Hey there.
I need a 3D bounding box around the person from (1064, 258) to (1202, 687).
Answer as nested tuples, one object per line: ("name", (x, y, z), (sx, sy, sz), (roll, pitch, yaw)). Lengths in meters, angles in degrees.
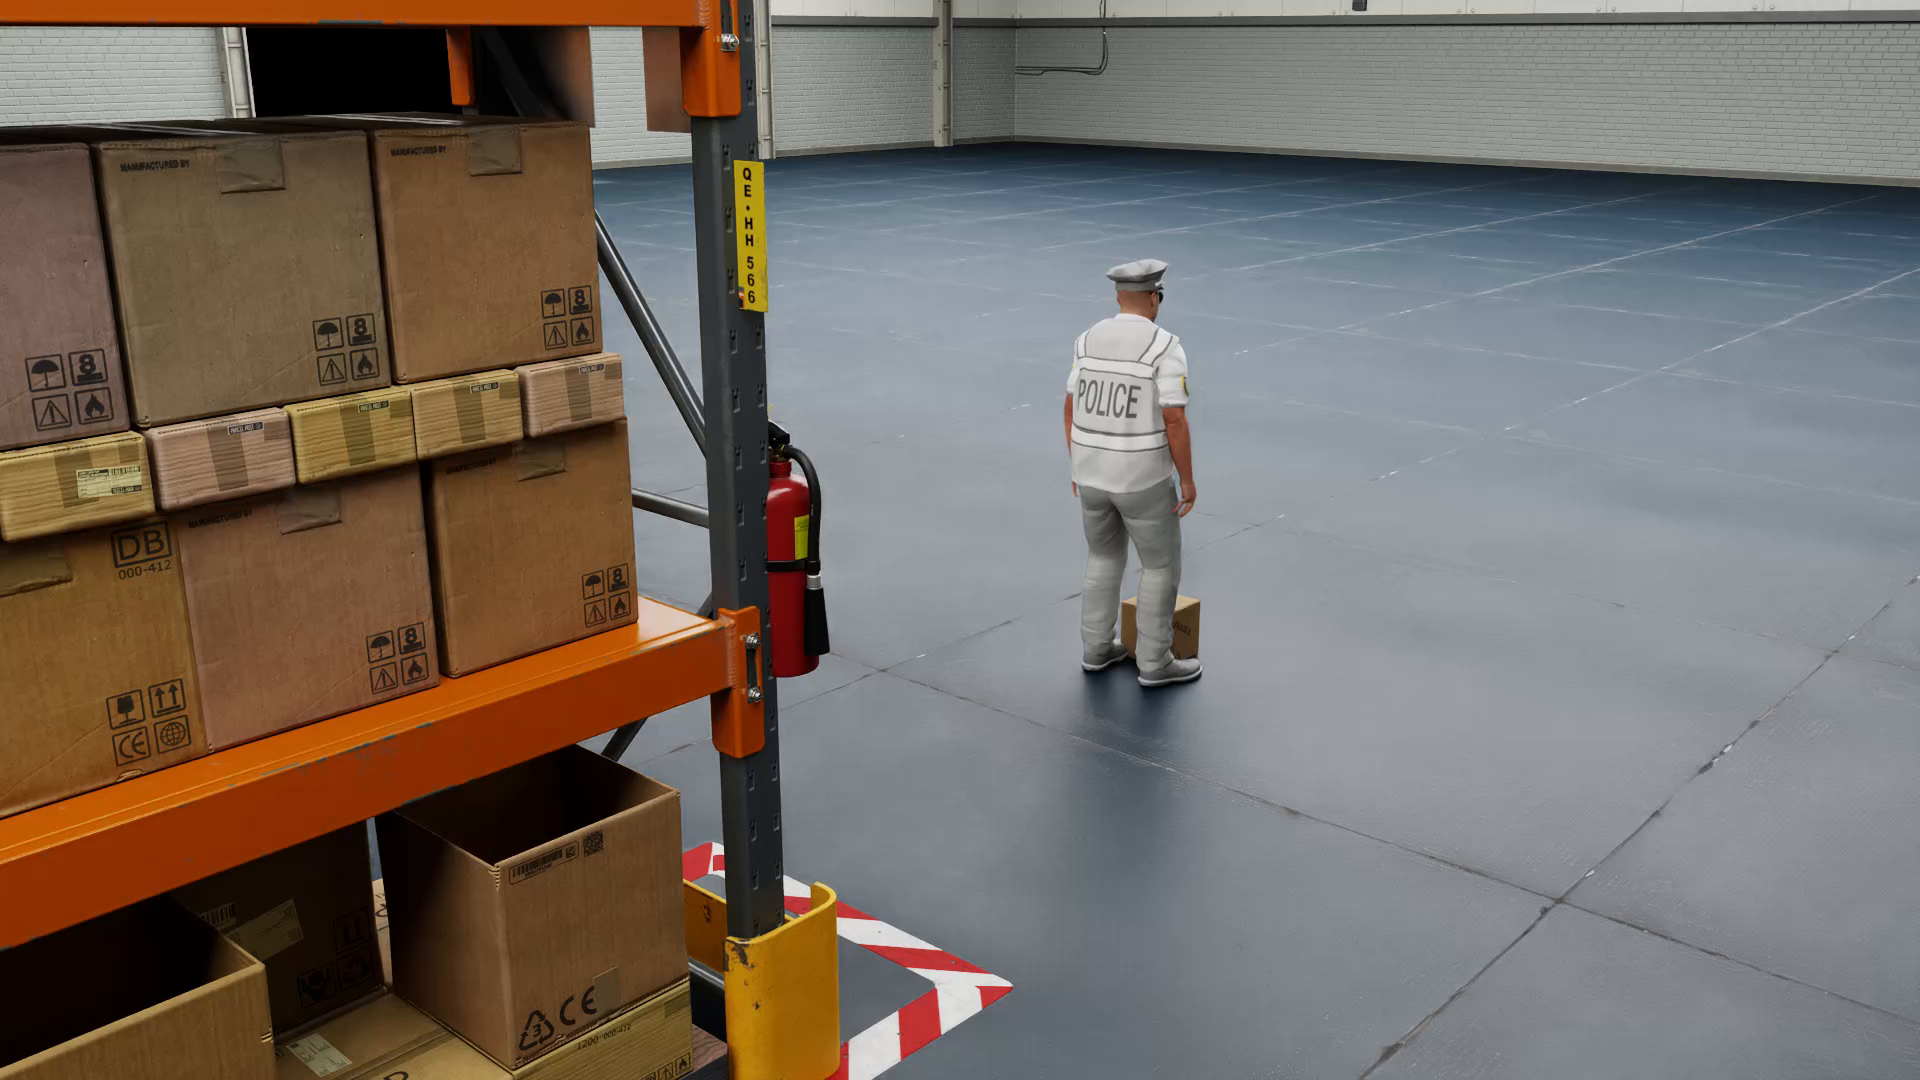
("person", (0.701, -0.271, 6.924), (0.606, 1.748, 0.435), (13, 21, 36))
